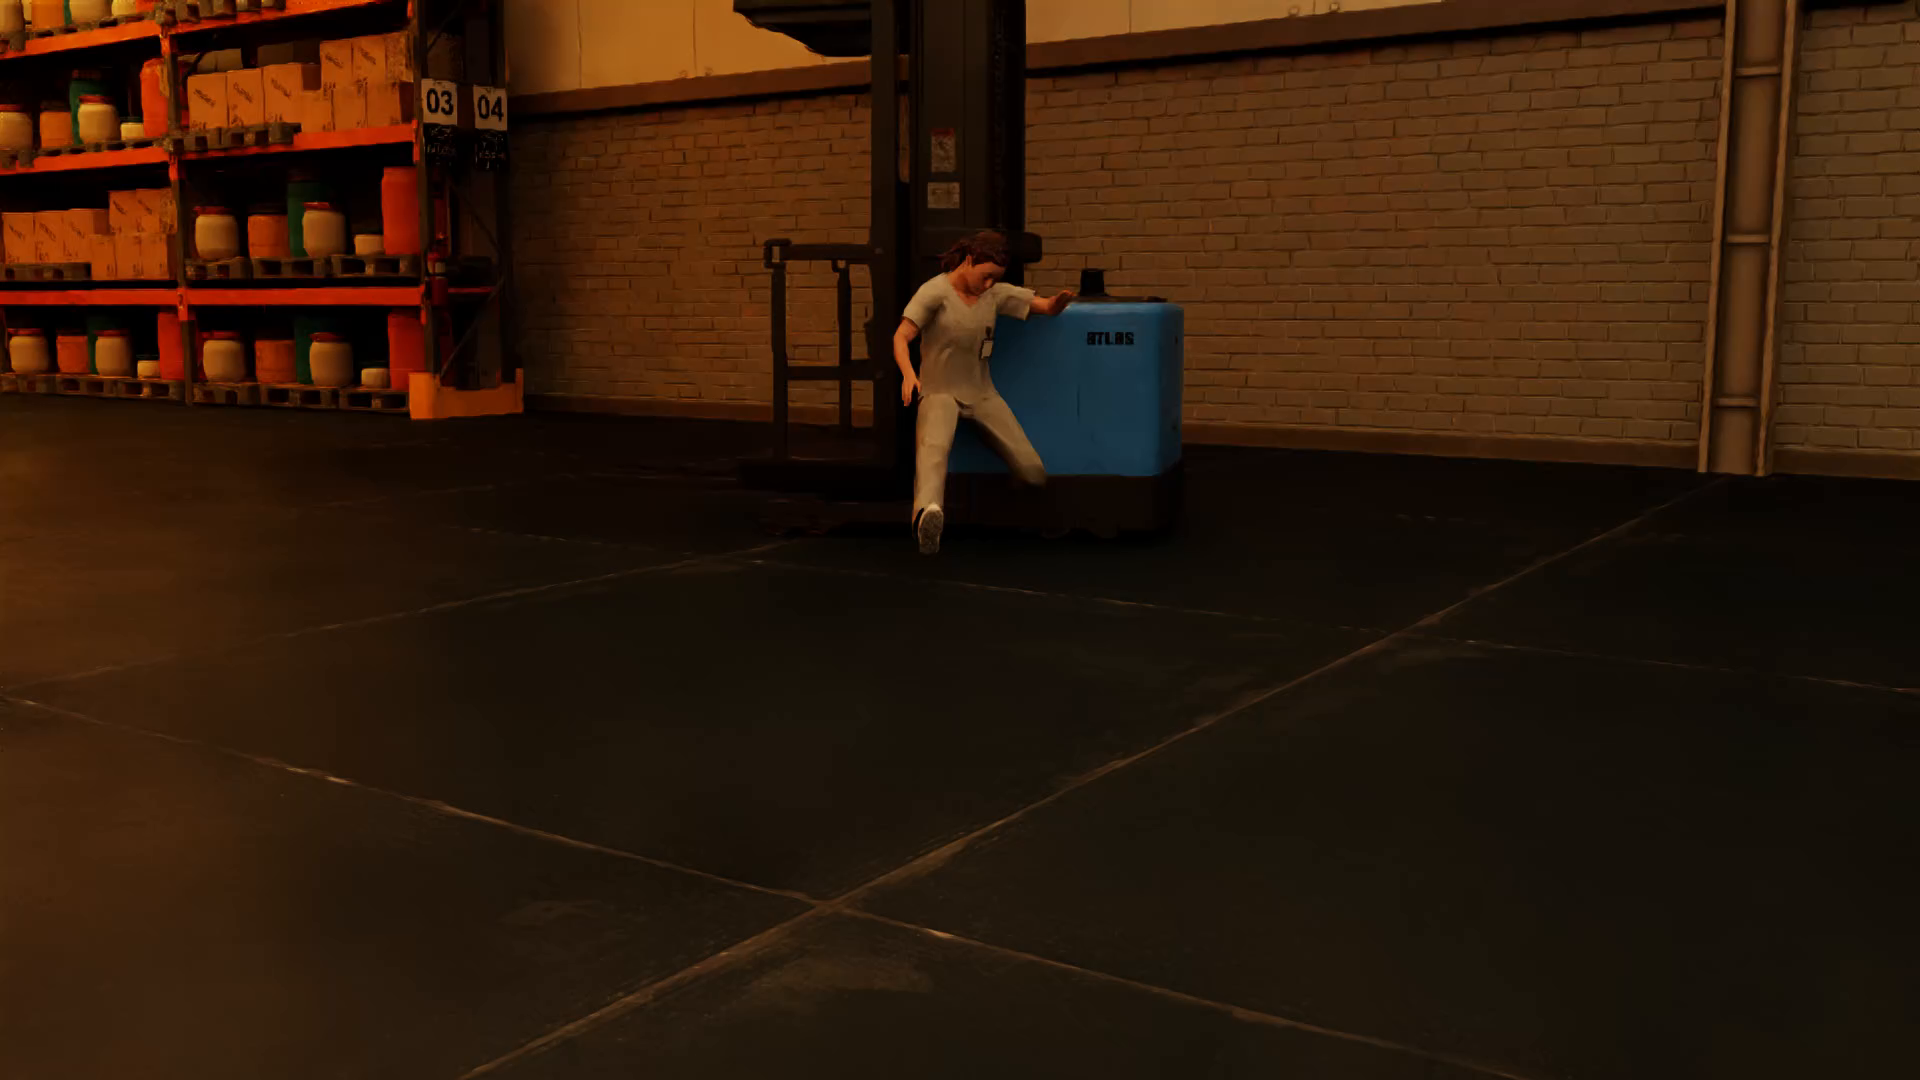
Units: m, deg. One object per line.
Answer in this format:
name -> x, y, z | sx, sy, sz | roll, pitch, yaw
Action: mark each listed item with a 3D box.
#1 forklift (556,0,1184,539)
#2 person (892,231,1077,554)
forklift -> -0.462, -1.543, 8.041 | 3.031, 2.935, 1.130 | 2, 8, 14
person -> 0.138, -0.622, 7.097 | 0.983, 1.376, 1.084 | -3, 9, -20
